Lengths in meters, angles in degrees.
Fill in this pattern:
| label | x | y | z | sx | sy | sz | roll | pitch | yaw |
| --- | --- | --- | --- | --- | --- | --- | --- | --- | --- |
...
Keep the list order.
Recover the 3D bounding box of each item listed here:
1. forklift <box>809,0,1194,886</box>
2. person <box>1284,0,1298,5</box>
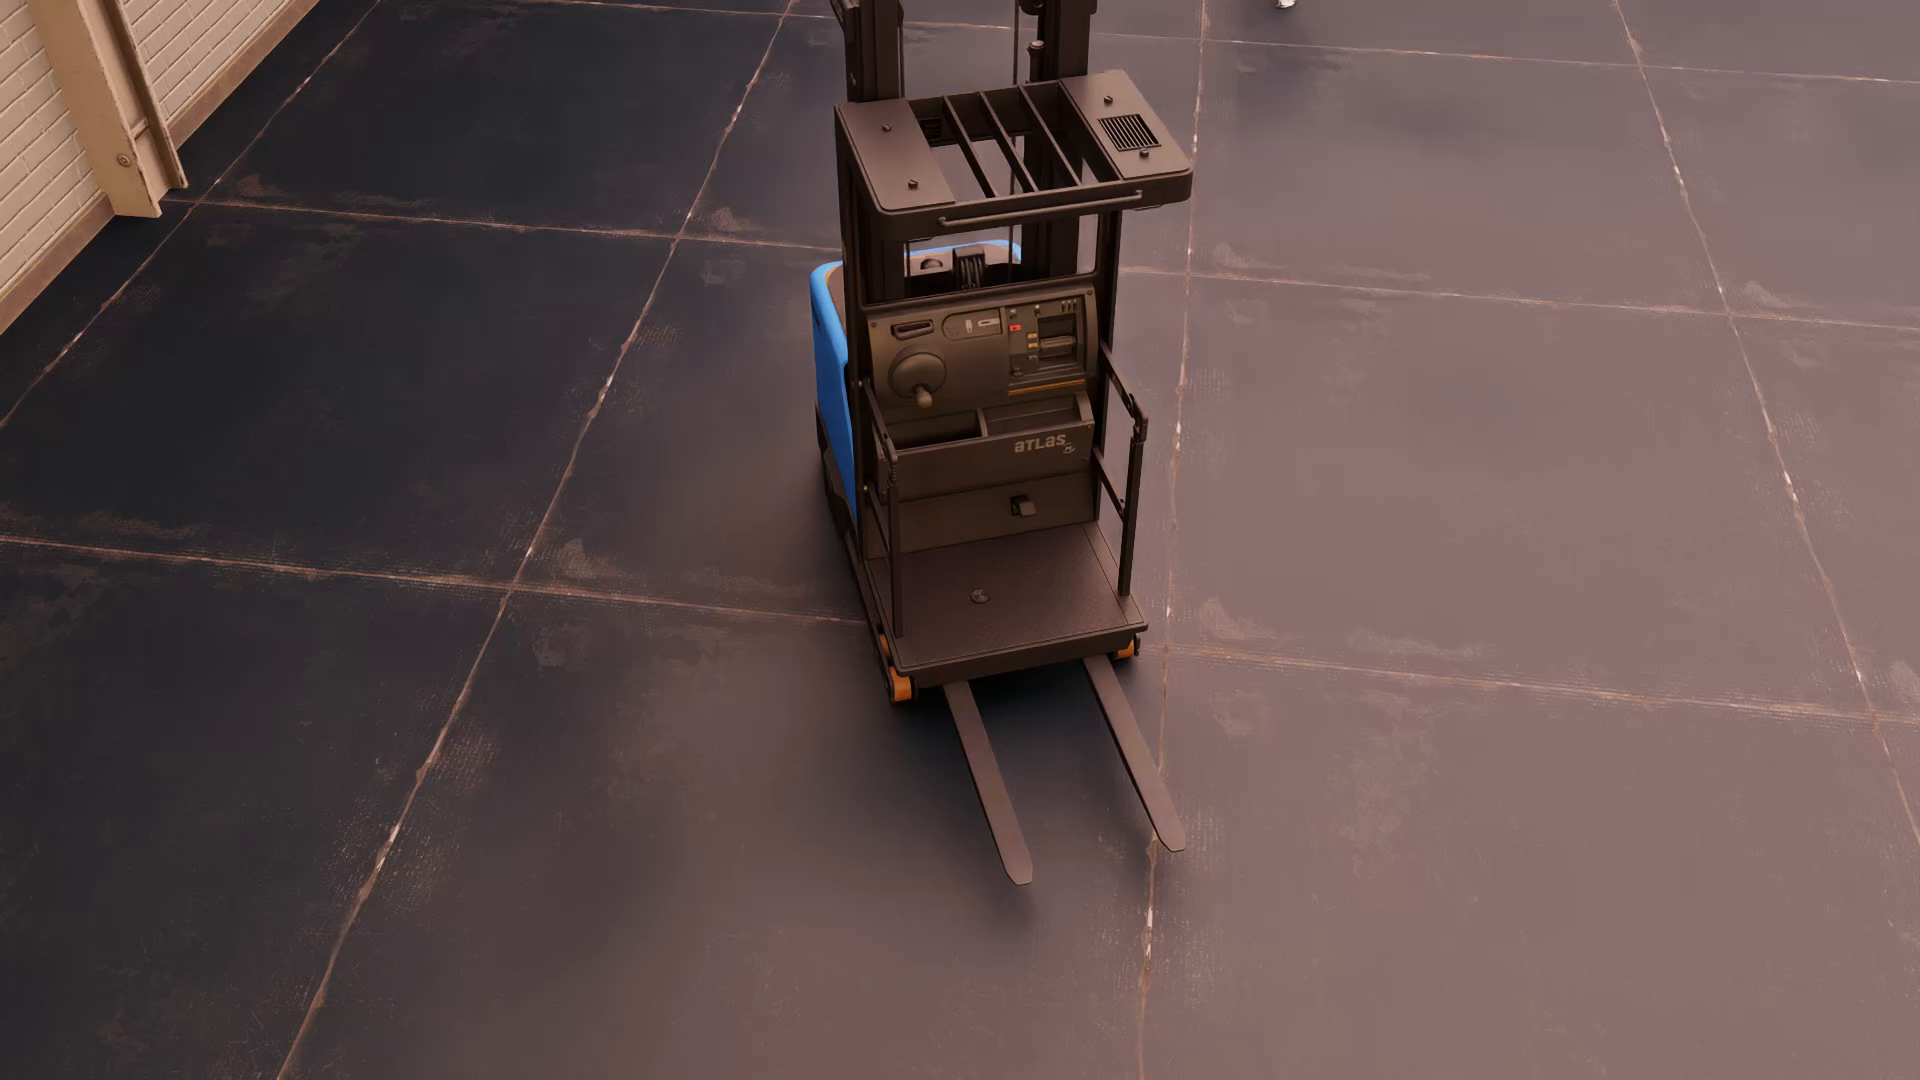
| label | x | y | z | sx | sy | sz | roll | pitch | yaw |
| --- | --- | --- | --- | --- | --- | --- | --- | --- | --- |
| forklift | 0.153 | -0.681 | 6.465 | 1.130 | 2.935 | 3.031 | -10 | 44 | -11 |
| person | 2.426 | -4.657 | 11.760 | 0.521 | 1.699 | 0.501 | 24 | 48 | 24 |
